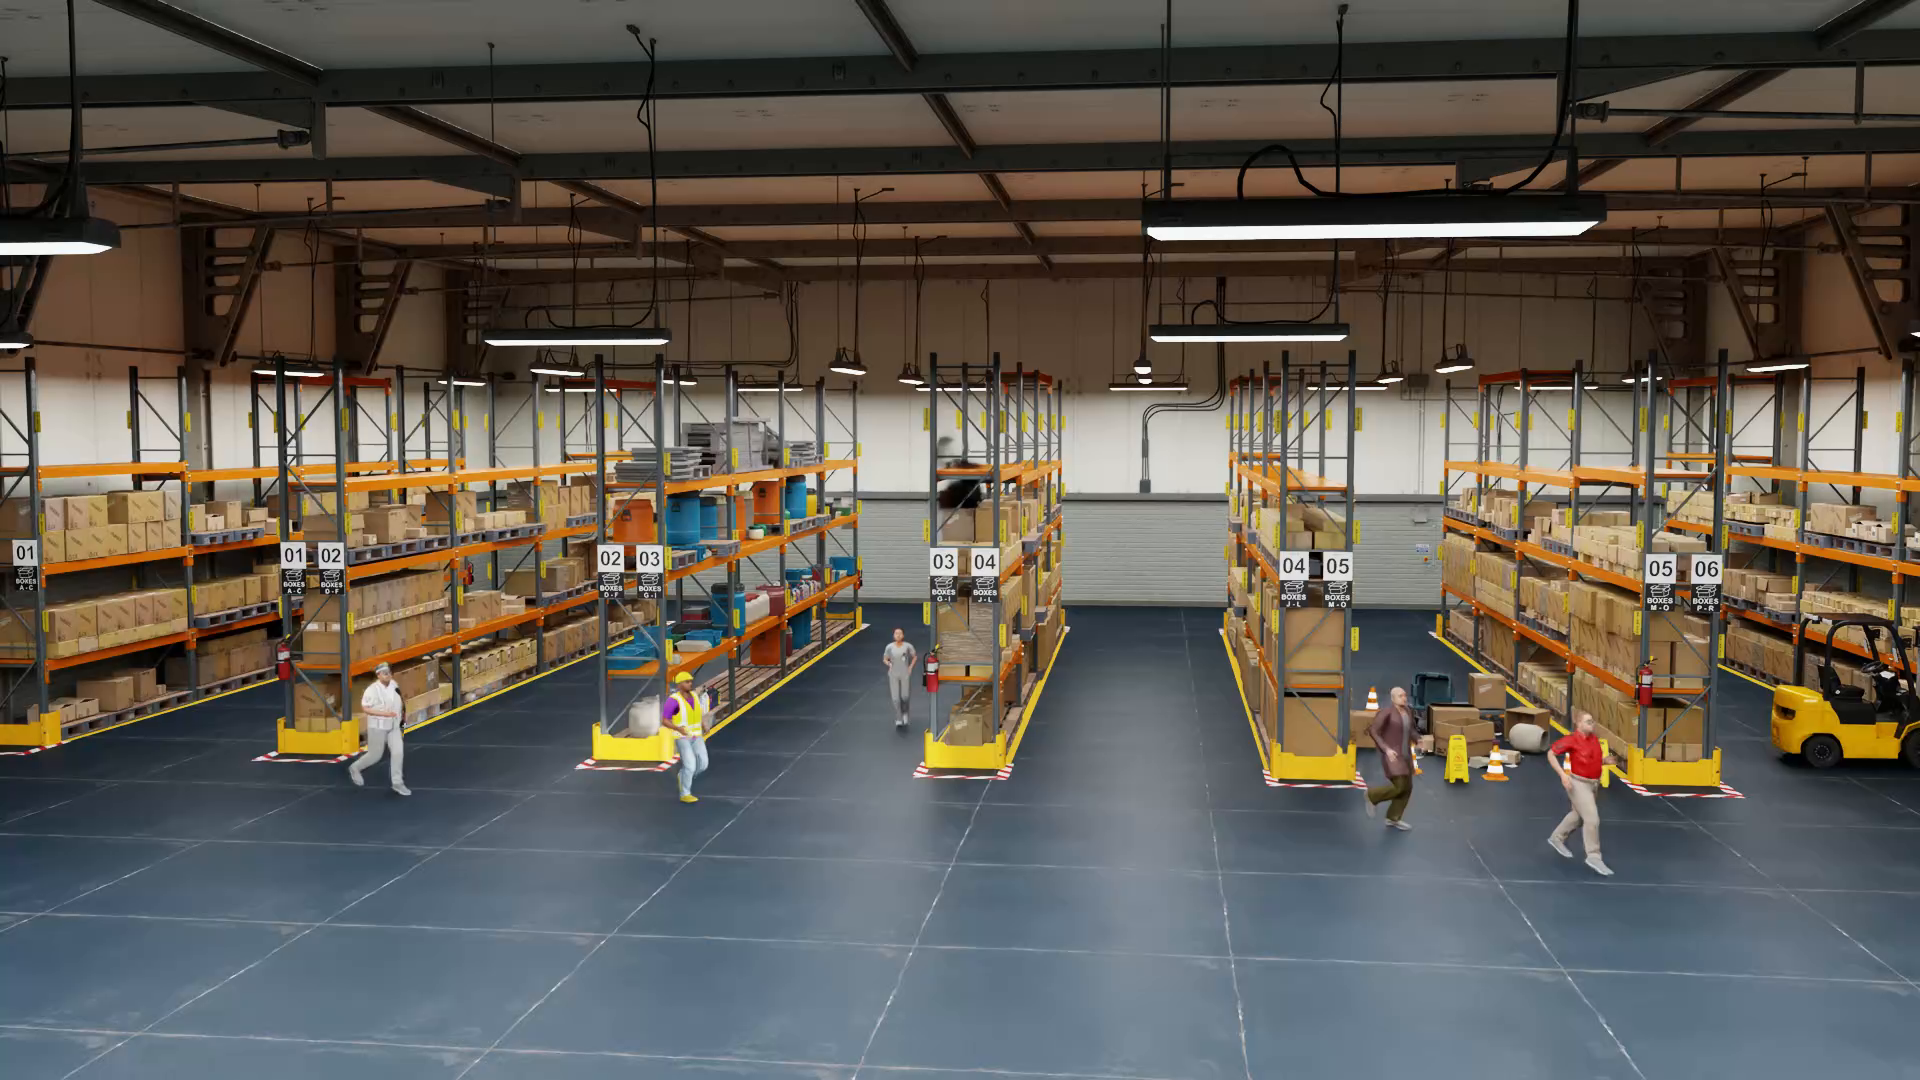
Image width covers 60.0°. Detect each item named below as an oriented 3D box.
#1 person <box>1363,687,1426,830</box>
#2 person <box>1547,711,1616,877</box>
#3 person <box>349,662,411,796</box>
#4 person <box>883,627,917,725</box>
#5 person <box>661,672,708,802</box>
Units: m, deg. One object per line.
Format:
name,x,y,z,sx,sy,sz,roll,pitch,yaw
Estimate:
person,5.396,2.683,20.596,0.704,1.750,0.685,-3,5,-35
person,6.994,2.808,18.699,0.646,1.769,0.891,-3,5,-40
person,-7.823,2.529,22.514,0.969,1.800,0.672,3,5,33
person,-0.991,2.243,27.297,0.553,1.628,0.558,0,4,1
person,-3.595,2.591,21.919,0.601,1.719,0.695,3,5,40
